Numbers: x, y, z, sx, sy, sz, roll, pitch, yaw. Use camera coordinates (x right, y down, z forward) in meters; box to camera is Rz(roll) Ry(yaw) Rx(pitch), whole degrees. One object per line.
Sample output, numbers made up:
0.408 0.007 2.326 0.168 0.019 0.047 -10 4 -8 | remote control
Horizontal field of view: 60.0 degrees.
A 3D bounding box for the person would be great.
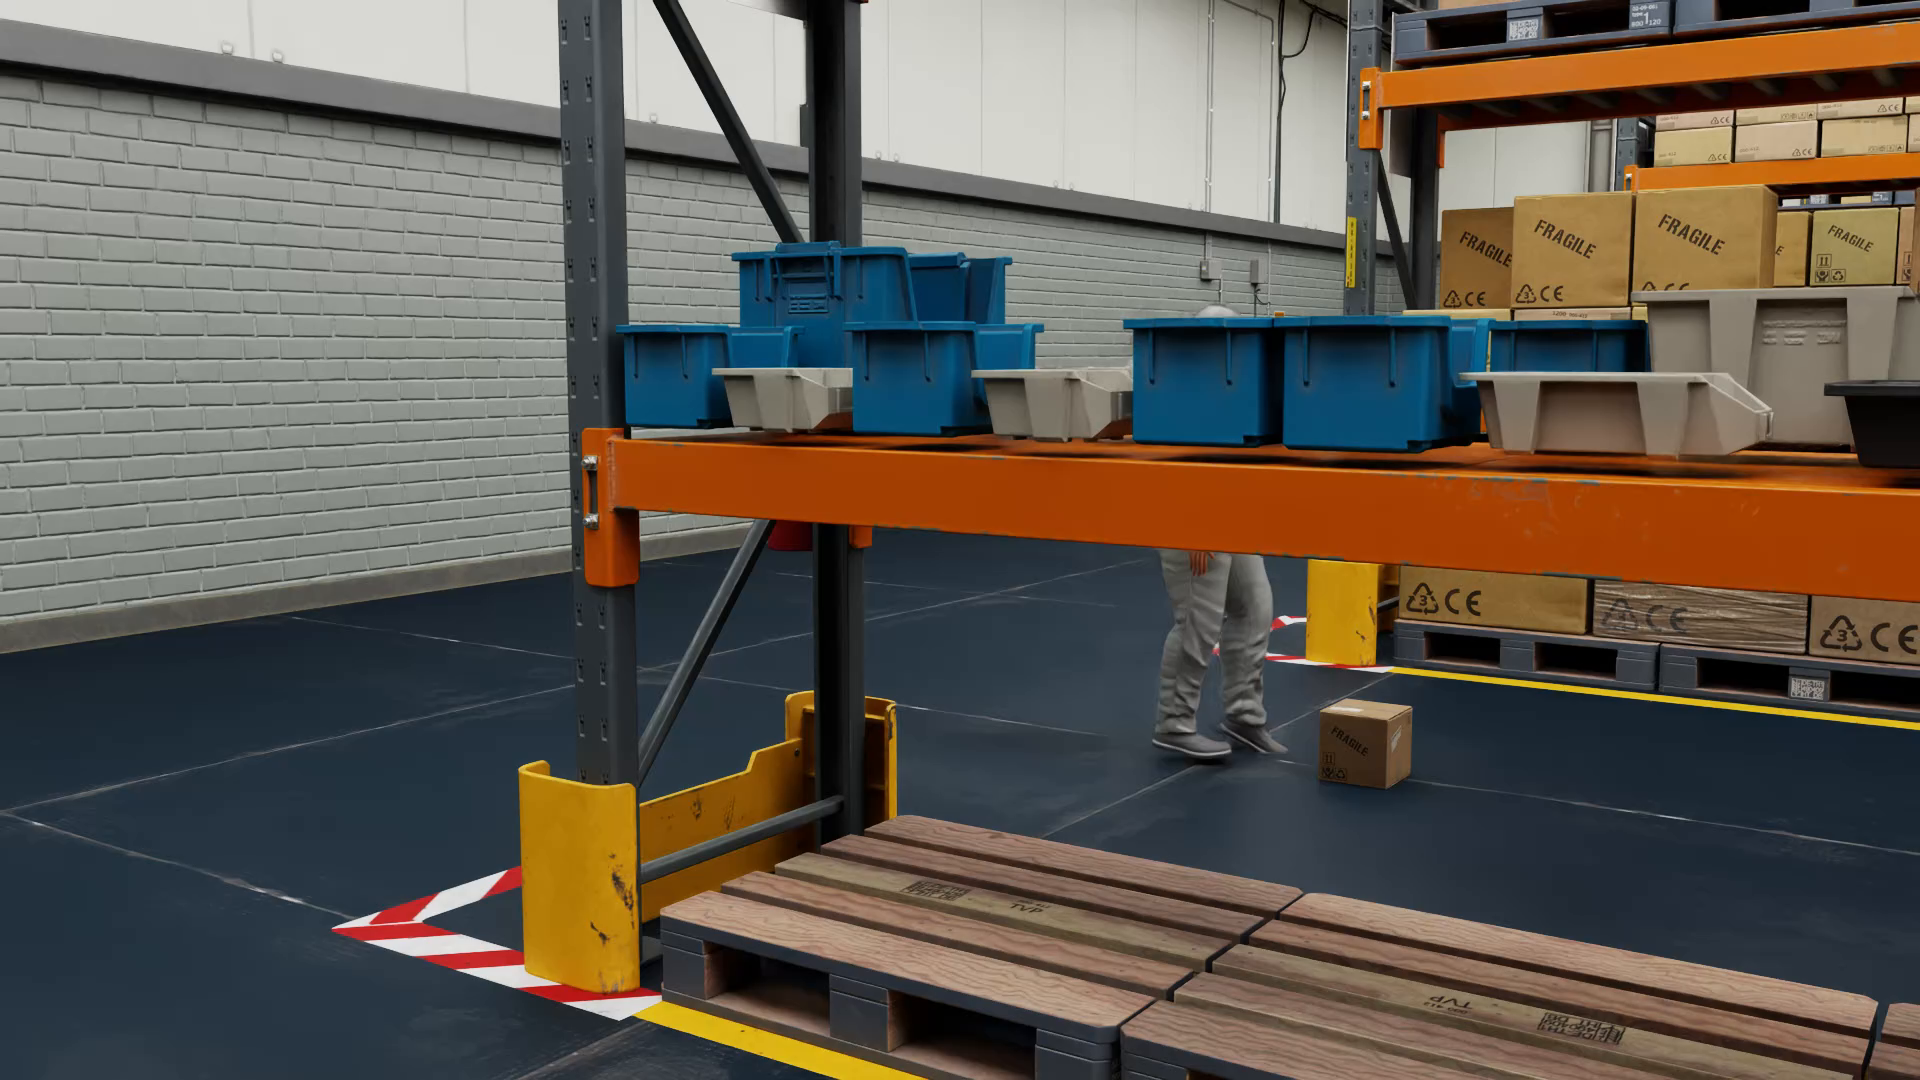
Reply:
0.951 0.004 6.118 0.478 1.716 0.516 3 7 25 | person
